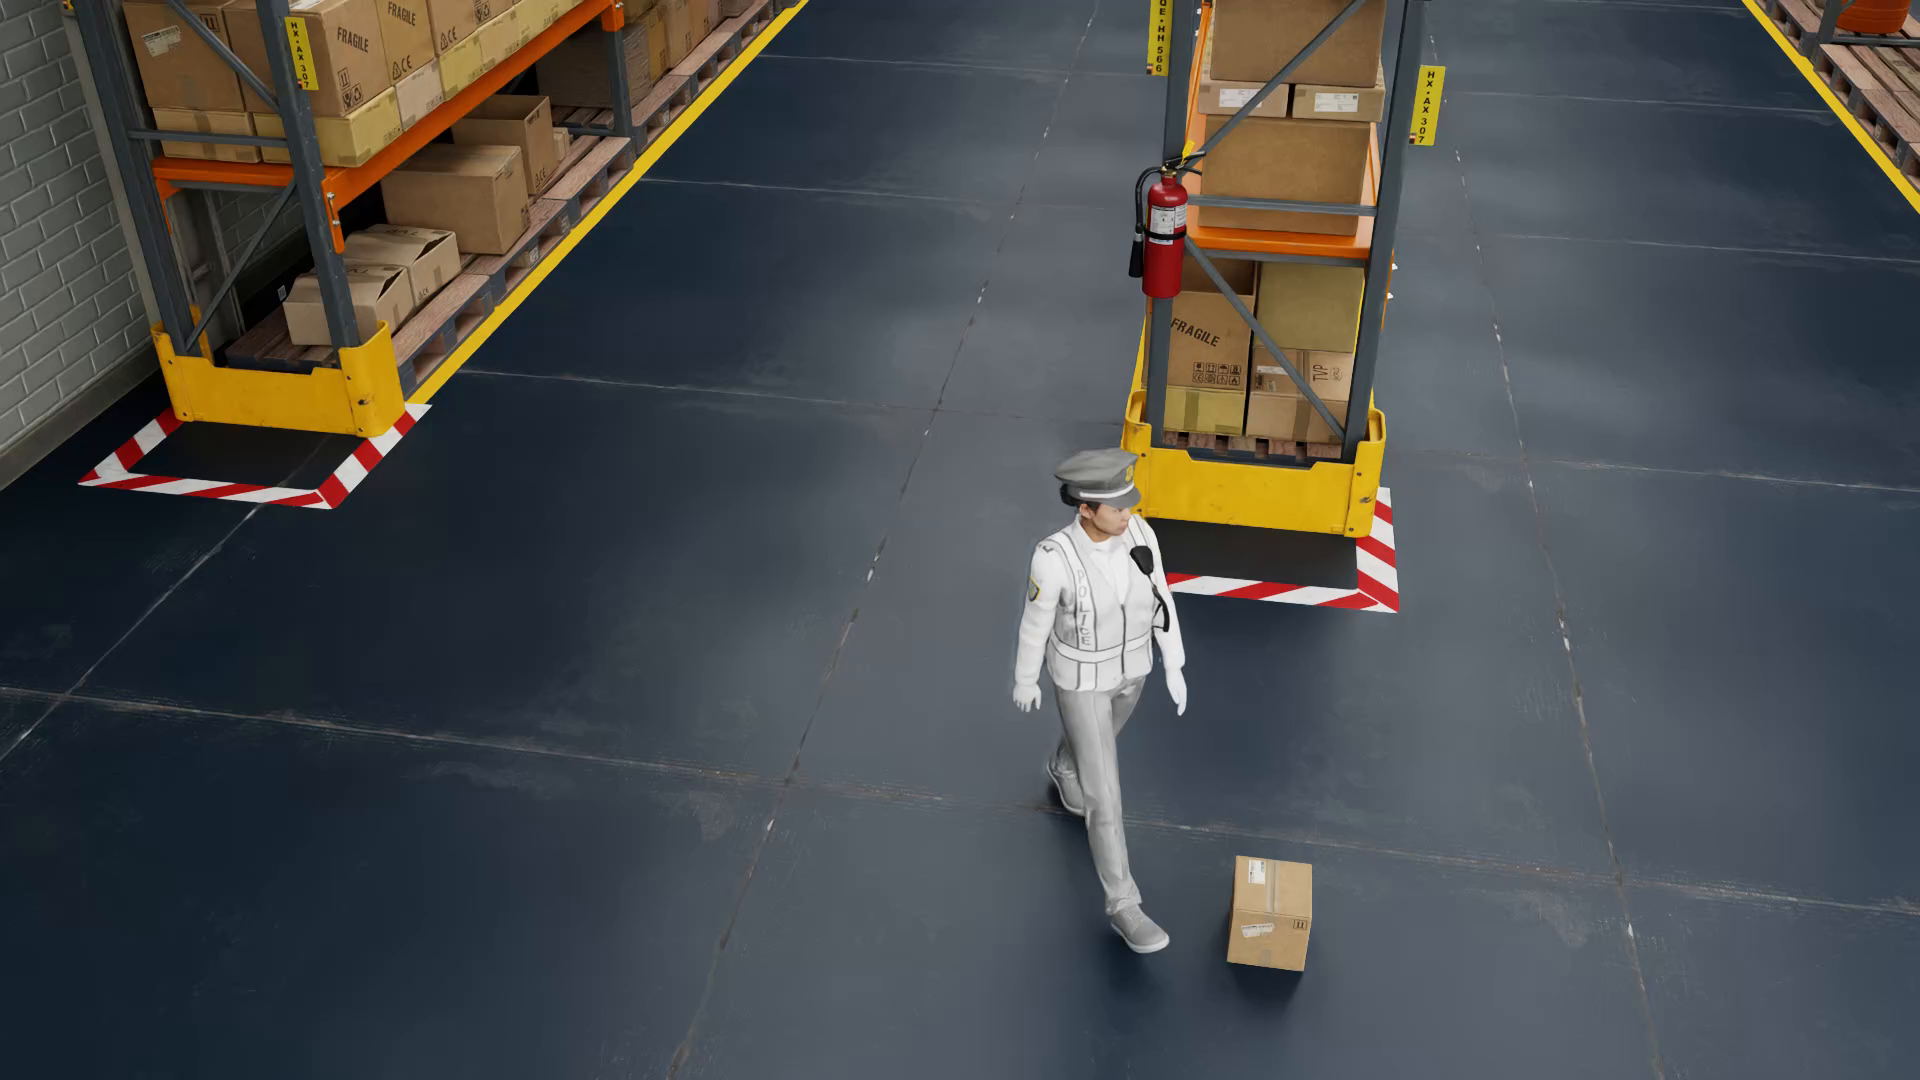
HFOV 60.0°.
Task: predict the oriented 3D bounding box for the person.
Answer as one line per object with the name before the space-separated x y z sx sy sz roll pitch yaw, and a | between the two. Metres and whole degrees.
person | 0.513 0.460 5.416 0.514 1.607 1.013 -18 37 -26
